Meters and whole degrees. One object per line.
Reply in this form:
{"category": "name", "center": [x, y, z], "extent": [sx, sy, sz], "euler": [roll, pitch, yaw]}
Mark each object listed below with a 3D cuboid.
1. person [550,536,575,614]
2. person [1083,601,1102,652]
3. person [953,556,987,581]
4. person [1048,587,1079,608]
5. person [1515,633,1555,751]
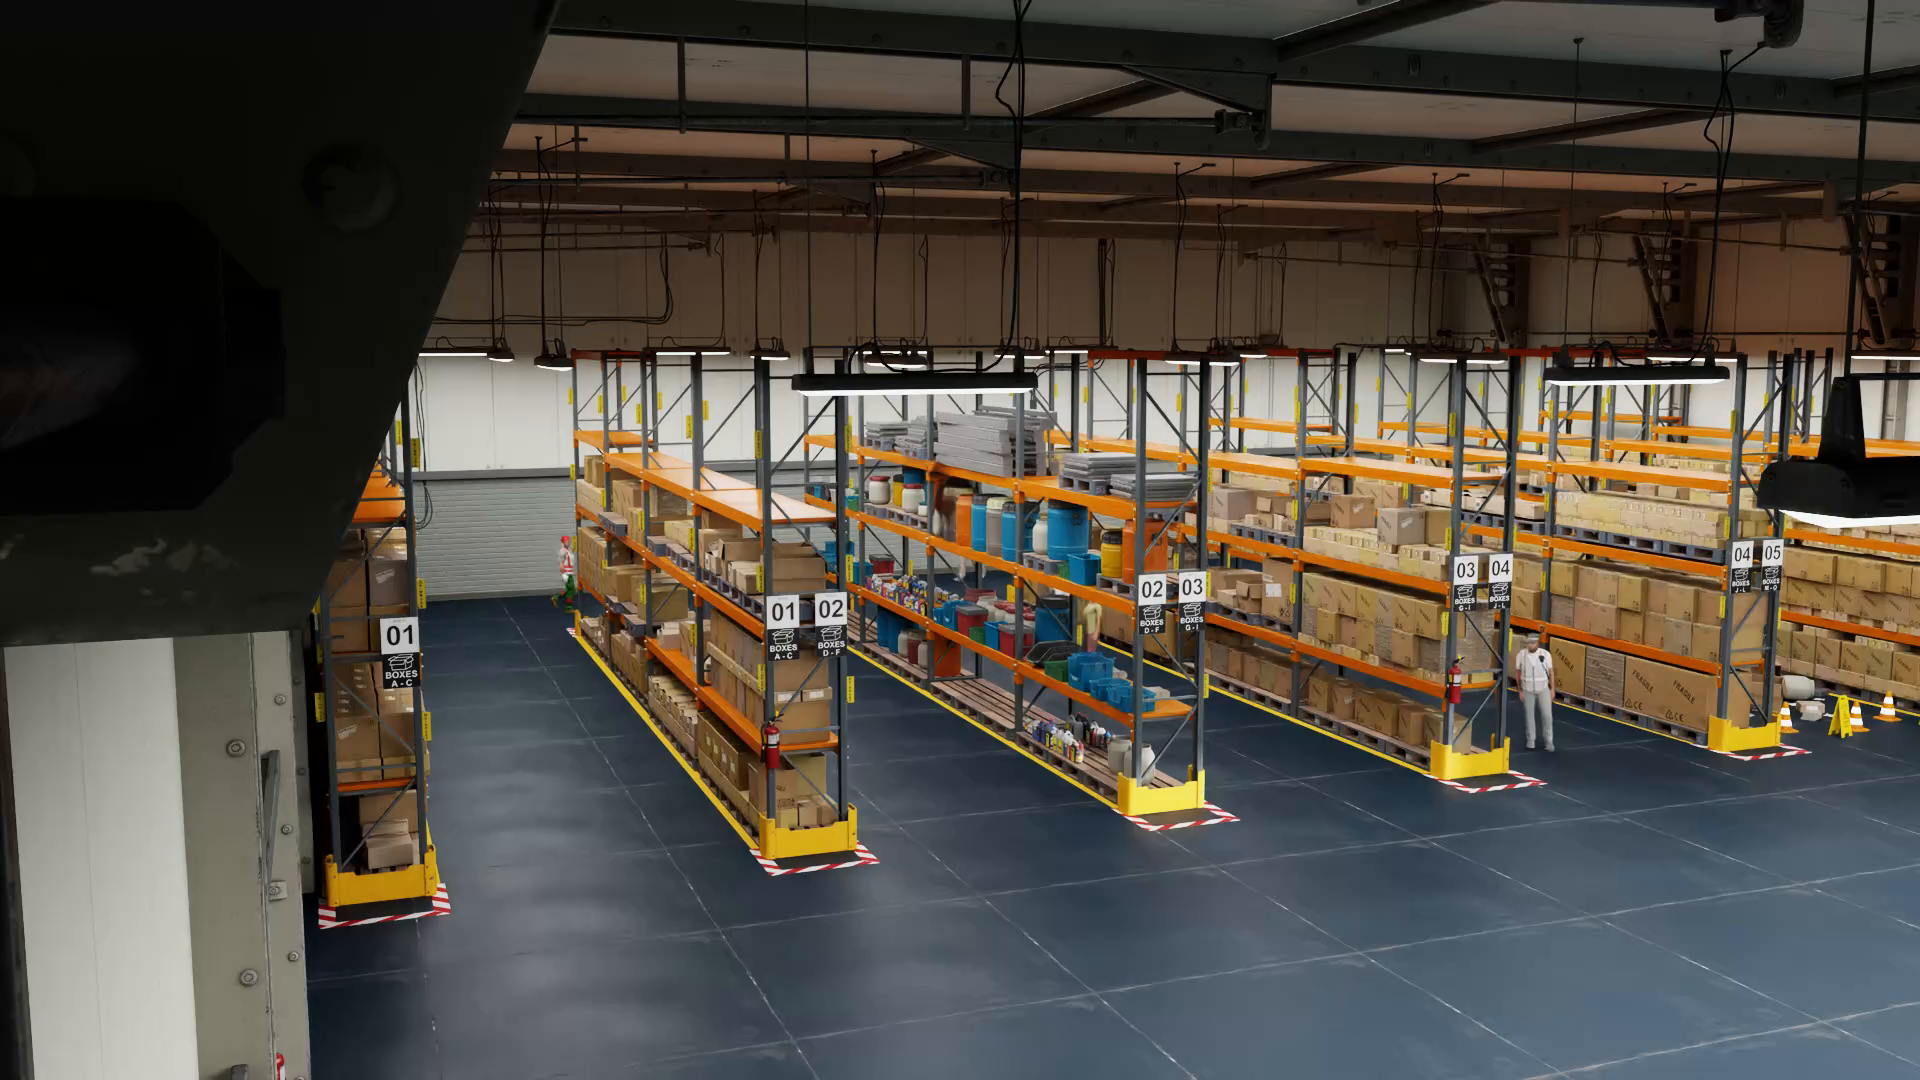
{"category": "person", "center": [-8.953, 0.781, 37.533], "extent": [0.625, 1.772, 0.591], "euler": [-2, 7, -17]}
{"category": "person", "center": [2.391, 1.723, 30.477], "extent": [0.449, 1.673, 0.518], "euler": [-1, 7, -12]}
{"category": "person", "center": [0.252, 0.197, 42.538], "extent": [0.582, 1.690, 1.003], "euler": [6, 9, 40]}
{"category": "person", "center": [2.070, 1.439, 32.598], "extent": [0.542, 1.769, 0.926], "euler": [-3, 8, -24]}
{"category": "person", "center": [8.818, 2.313, 25.467], "extent": [0.632, 1.809, 0.410], "euler": [3, 8, 22]}
